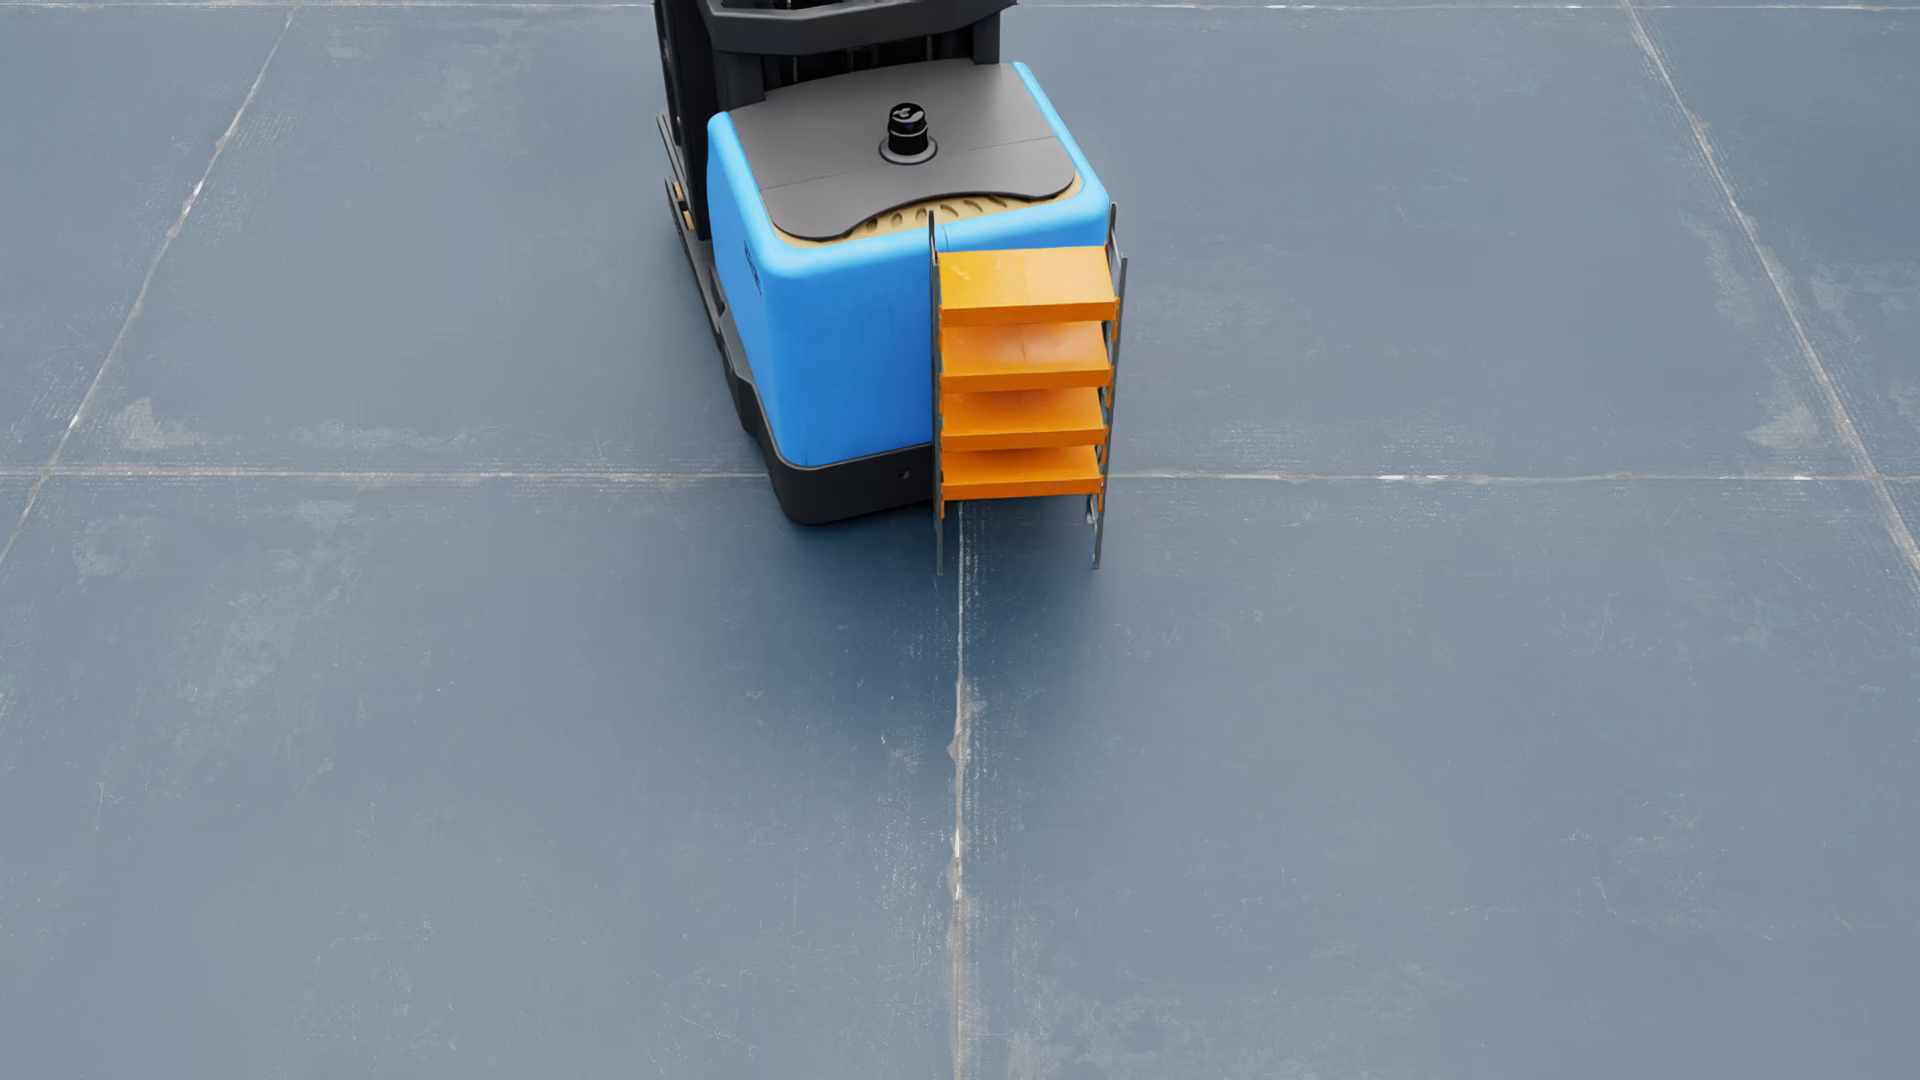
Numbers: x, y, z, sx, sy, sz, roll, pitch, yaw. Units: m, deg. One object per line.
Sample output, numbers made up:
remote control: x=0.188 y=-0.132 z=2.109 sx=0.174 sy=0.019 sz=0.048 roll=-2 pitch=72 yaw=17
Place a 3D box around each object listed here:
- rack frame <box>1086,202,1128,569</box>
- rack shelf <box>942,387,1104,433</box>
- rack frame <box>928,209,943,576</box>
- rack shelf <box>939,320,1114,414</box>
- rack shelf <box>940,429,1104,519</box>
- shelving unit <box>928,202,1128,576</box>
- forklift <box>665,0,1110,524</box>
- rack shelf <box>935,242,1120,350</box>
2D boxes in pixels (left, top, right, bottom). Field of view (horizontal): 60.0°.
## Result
rack frame: x=0.418 y=-0.408 z=4.810 sx=0.015 sy=1.200 sz=0.240 roll=-3 pitch=47 yaw=-3
rack shelf: x=0.174 y=-0.377 z=4.820 sx=0.457 sy=0.050 sz=0.221 roll=-3 pitch=47 yaw=-3
rack frame: x=-0.069 y=-0.384 z=4.788 sx=0.015 sy=1.200 sz=0.240 roll=-3 pitch=47 yaw=-3
rack shelf: x=0.174 y=-0.503 z=4.684 sx=0.480 sy=0.148 sz=0.258 roll=-3 pitch=47 yaw=-3
rack shelf: x=0.174 y=-0.215 z=4.994 sx=0.480 sy=0.148 sz=0.258 roll=-3 pitch=47 yaw=-3
shelving unit: x=0.174 y=-0.396 z=4.799 sx=0.503 sy=1.200 sz=0.258 roll=-3 pitch=47 yaw=-3
forklift: x=-0.321 y=-1.748 z=4.918 sx=1.129 sy=2.867 sz=1.939 roll=-13 pitch=48 yaw=-12
rack shelf: x=0.174 y=-0.664 z=4.511 sx=0.480 sy=0.148 sz=0.258 roll=-3 pitch=47 yaw=-3
